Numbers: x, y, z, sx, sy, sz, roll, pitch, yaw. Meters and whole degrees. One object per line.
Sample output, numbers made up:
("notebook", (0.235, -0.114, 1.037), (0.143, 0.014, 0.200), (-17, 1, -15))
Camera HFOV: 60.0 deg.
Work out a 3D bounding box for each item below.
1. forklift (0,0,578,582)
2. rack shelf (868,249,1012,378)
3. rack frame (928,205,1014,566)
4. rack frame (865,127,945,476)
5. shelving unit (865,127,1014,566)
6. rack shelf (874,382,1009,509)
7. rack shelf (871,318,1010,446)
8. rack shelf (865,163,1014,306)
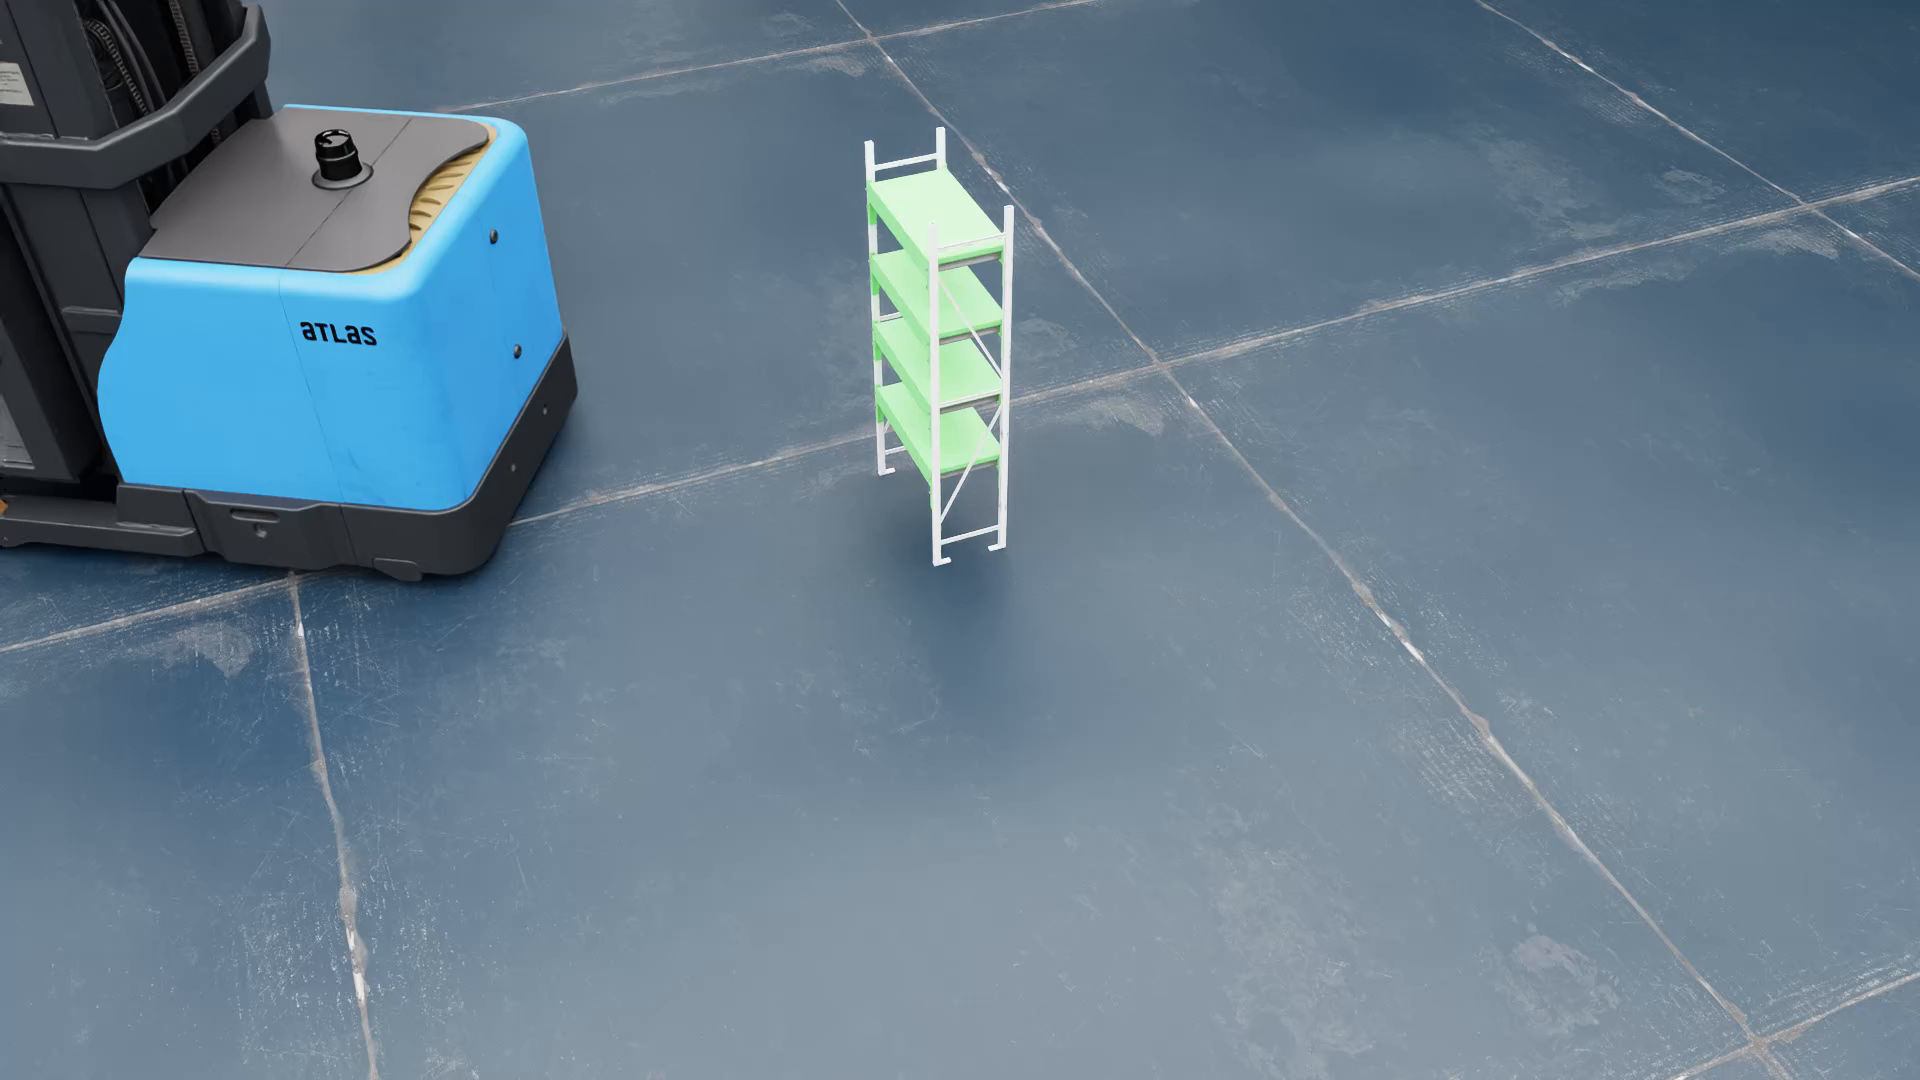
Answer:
("forklift", (-2.875, -1.419, 4.652), (3.031, 2.935, 1.130), (5, 41, 6))
("rack shelf", (-0.063, -0.688, 4.860), (0.258, 0.148, 0.480), (-15, 43, -17))
("rack frame", (0.030, -0.408, 4.804), (0.240, 1.200, 0.015), (-15, 43, -17))
("rack frame", (-0.157, -0.702, 5.146), (0.240, 1.200, 0.015), (-15, 43, -17))
("shelving unit", (-0.063, -0.555, 4.975), (0.258, 1.200, 0.503), (-15, 43, -17))
("rack shelf", (-0.063, -0.324, 5.173), (0.258, 0.148, 0.480), (-15, 43, -17))
("rack shelf", (-0.063, -0.506, 5.016), (0.258, 0.148, 0.480), (-15, 43, -17))
("rack shelf", (-0.063, -0.870, 4.703), (0.258, 0.148, 0.480), (-15, 43, -17))
